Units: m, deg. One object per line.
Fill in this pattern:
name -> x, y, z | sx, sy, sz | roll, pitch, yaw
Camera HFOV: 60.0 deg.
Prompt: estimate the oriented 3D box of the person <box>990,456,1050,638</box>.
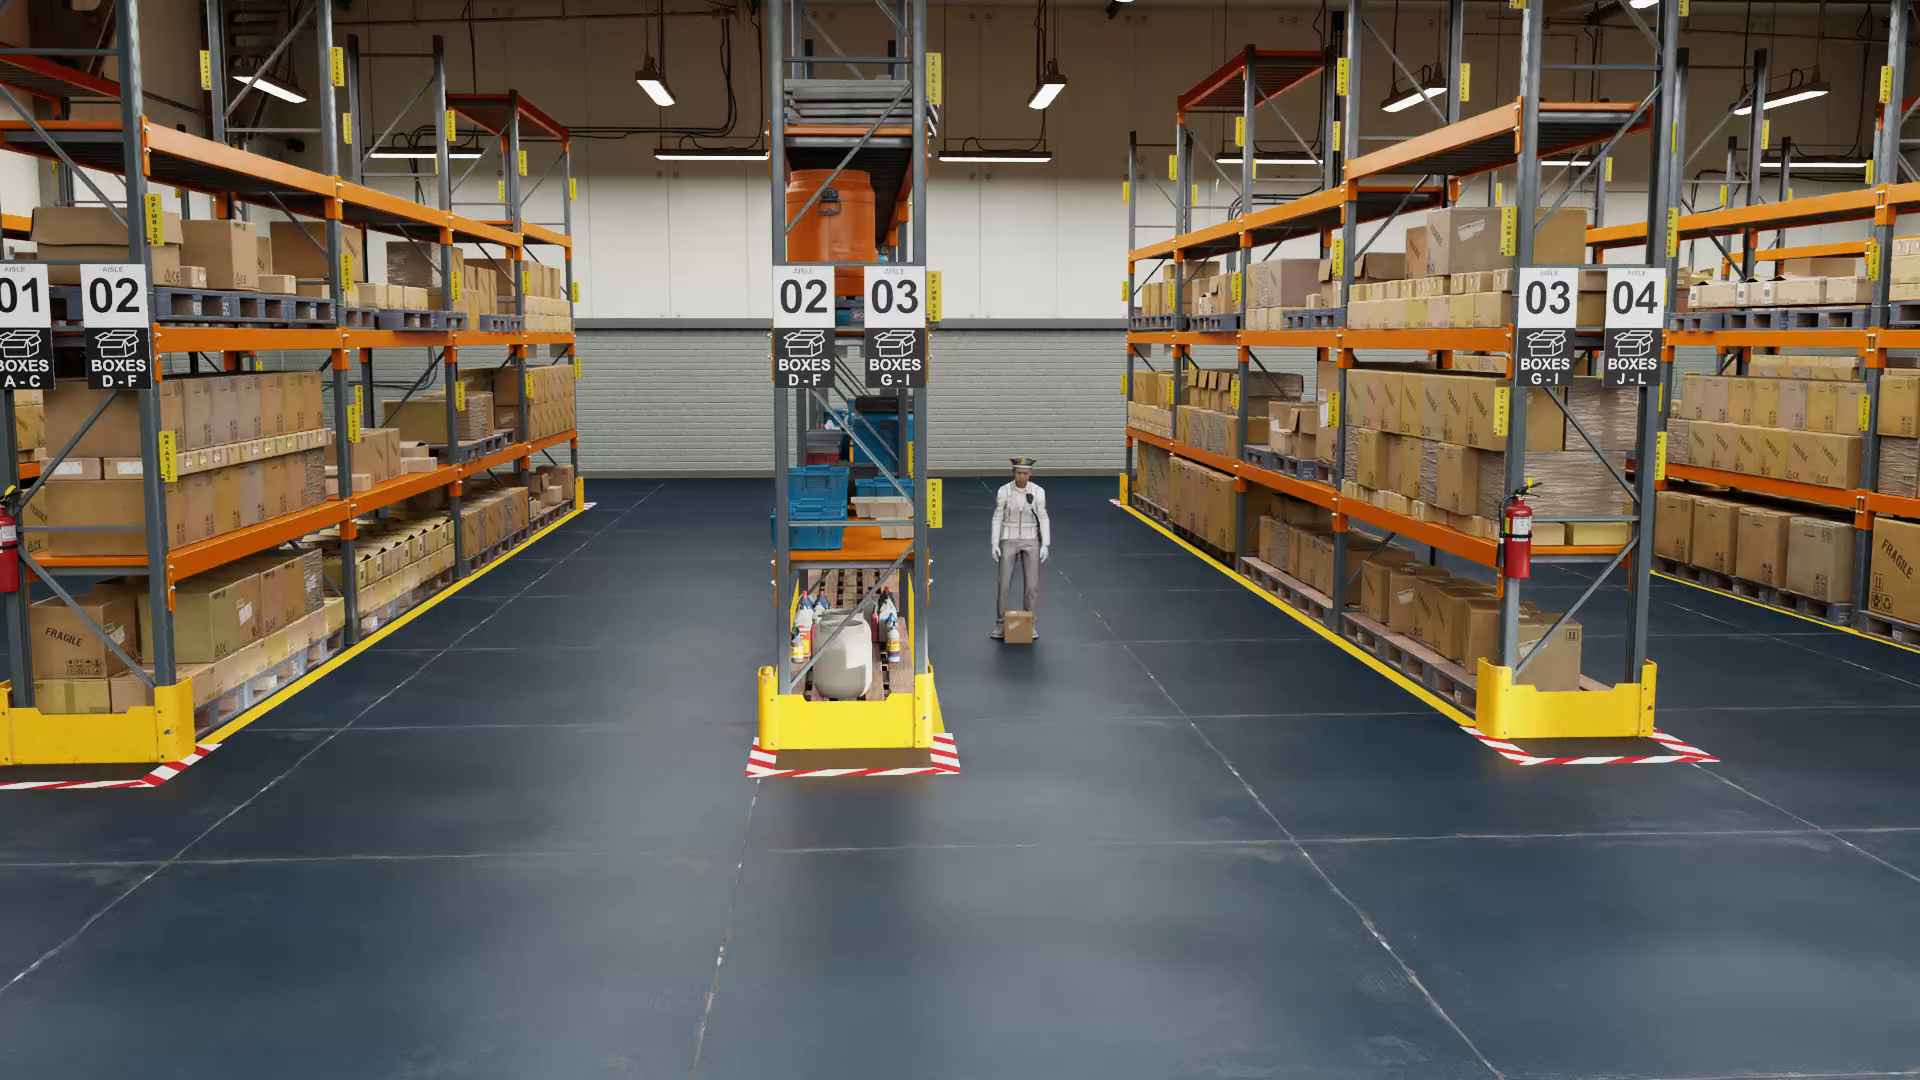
person -> 0.553, 0.060, 15.237 | 0.542, 1.665, 0.373 | 0, 7, 3
